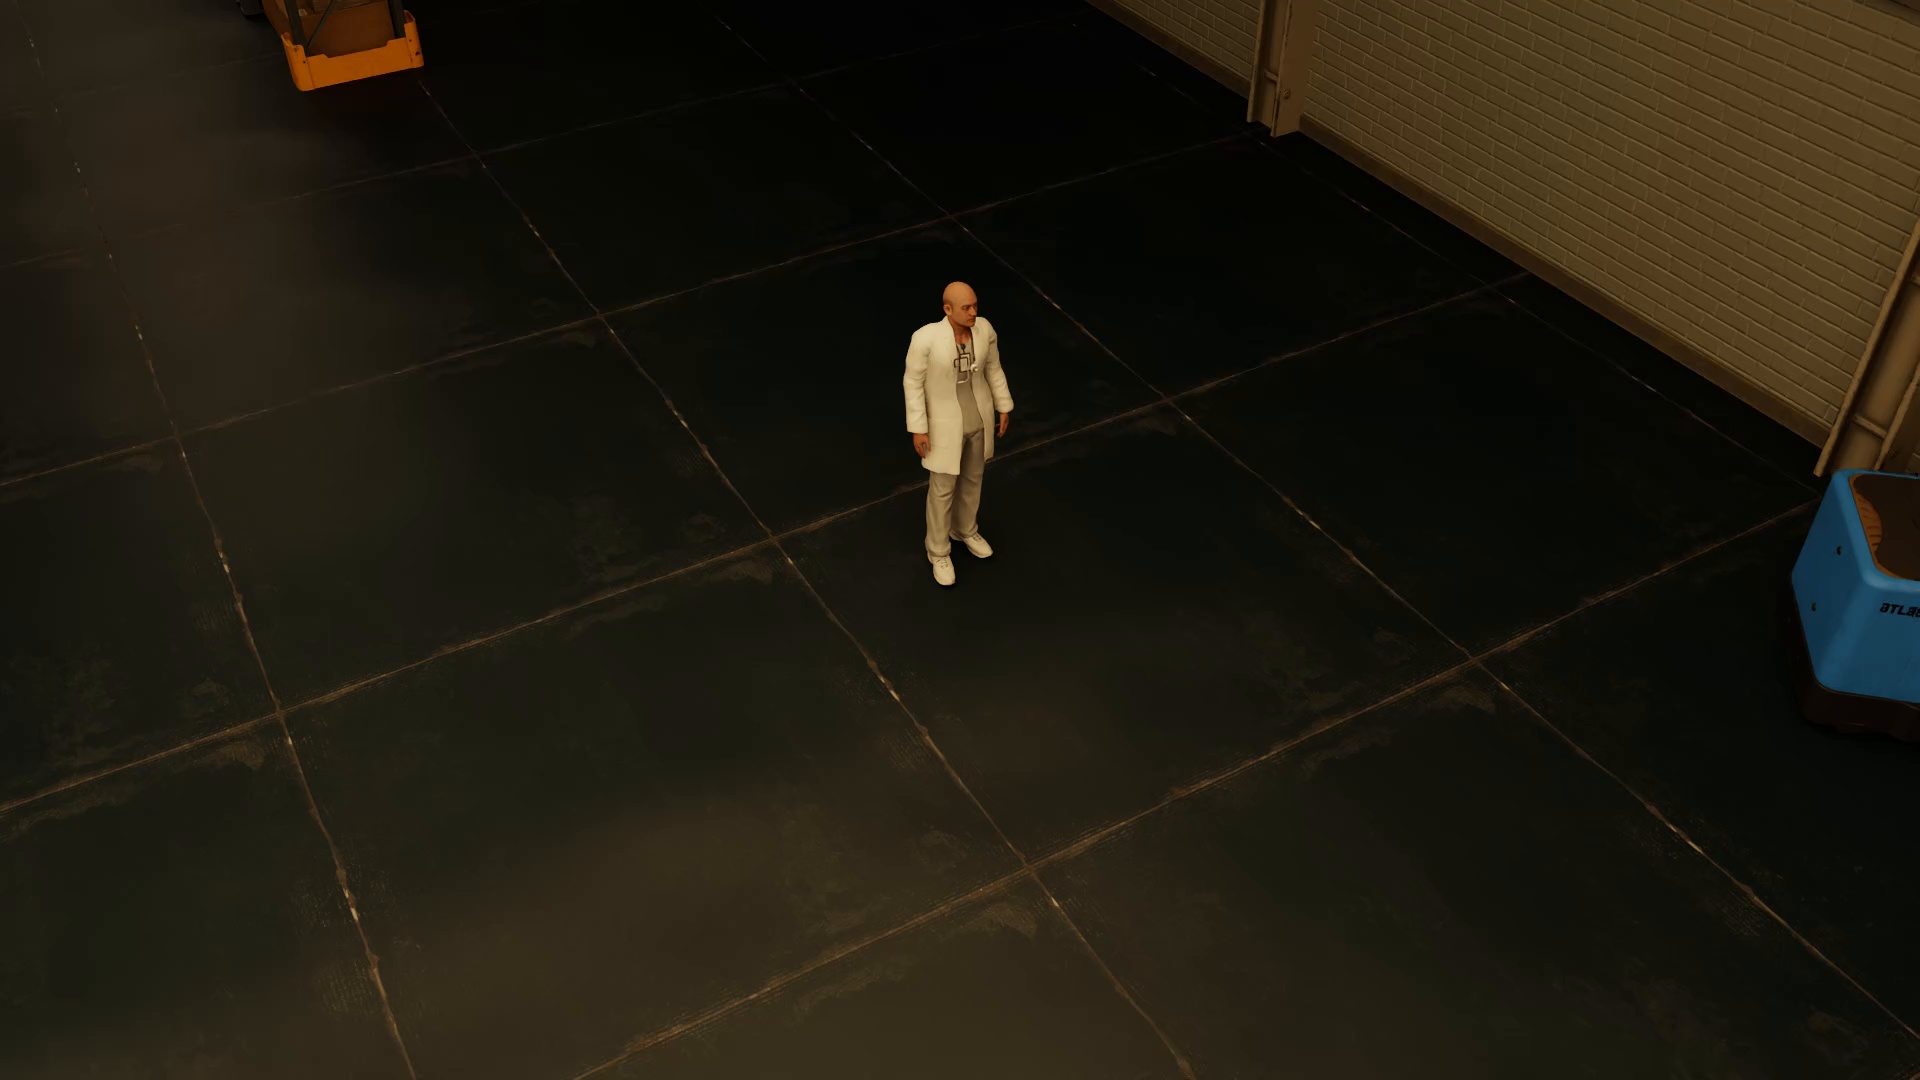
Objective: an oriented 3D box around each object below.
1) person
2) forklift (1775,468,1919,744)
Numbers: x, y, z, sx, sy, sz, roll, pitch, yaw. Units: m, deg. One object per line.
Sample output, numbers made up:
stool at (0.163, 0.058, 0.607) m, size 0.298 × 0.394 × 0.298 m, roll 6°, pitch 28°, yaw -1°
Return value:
person at (0.043, -0.638, 9.697) m, size 0.698 × 1.777 × 0.578 m, roll -20°, pitch 44°, yaw -23°
forklift at (6.163, -0.204, 8.282) m, size 3.031 × 2.935 × 1.130 m, roll 8°, pitch 40°, yaw 10°
